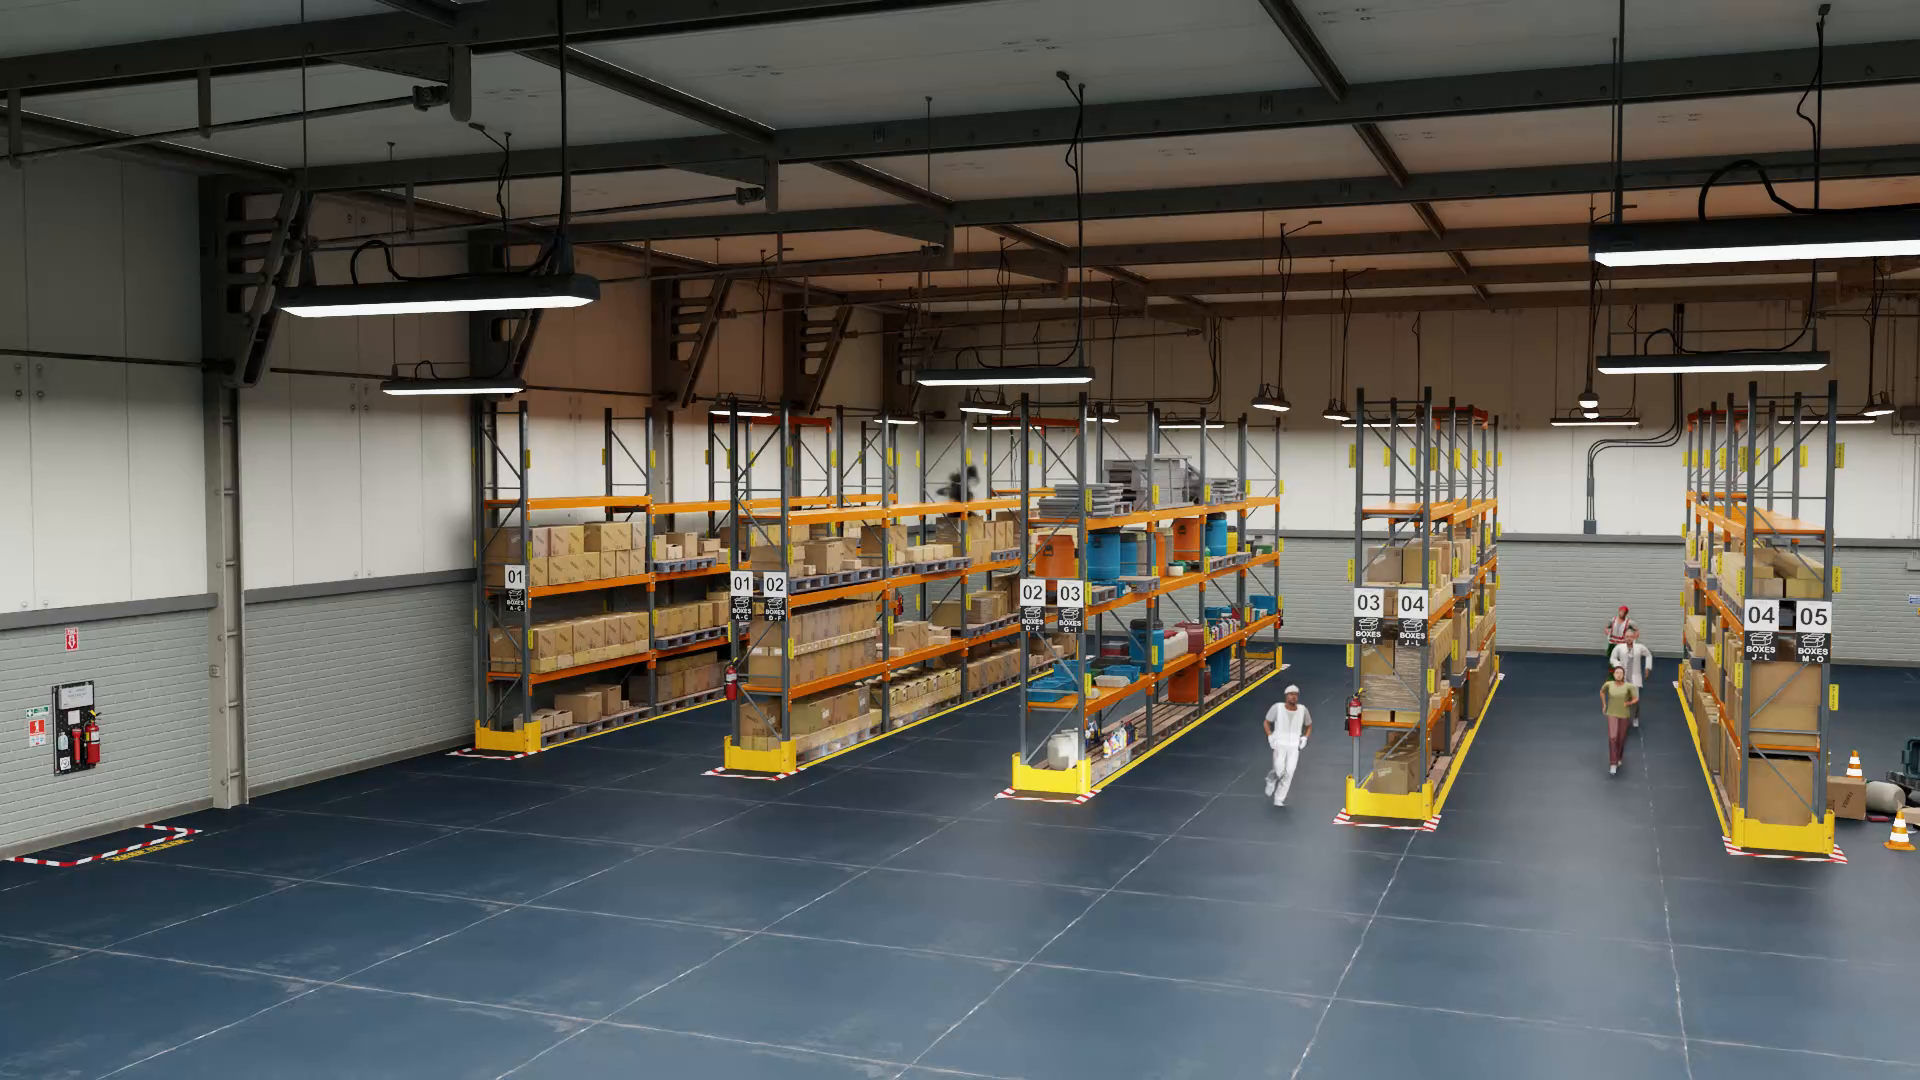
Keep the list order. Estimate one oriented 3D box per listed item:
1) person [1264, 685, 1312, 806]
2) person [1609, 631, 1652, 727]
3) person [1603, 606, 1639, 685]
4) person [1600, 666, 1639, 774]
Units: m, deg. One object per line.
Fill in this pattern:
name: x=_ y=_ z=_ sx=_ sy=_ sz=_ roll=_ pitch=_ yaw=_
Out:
person: x=4.760 y=2.966 z=24.083 sx=0.693 sy=1.726 sz=0.587 roll=0 pitch=3 yaw=-2
person: x=12.566 y=2.619 z=31.172 sx=0.740 sy=1.831 sz=0.780 roll=1 pitch=3 yaw=23
person: x=14.486 y=2.311 z=36.536 sx=0.736 sy=1.759 sz=0.950 roll=2 pitch=4 yaw=38
person: x=10.596 y=2.869 z=26.729 sx=0.564 sy=1.716 sz=0.775 roll=1 pitch=3 yaw=17
